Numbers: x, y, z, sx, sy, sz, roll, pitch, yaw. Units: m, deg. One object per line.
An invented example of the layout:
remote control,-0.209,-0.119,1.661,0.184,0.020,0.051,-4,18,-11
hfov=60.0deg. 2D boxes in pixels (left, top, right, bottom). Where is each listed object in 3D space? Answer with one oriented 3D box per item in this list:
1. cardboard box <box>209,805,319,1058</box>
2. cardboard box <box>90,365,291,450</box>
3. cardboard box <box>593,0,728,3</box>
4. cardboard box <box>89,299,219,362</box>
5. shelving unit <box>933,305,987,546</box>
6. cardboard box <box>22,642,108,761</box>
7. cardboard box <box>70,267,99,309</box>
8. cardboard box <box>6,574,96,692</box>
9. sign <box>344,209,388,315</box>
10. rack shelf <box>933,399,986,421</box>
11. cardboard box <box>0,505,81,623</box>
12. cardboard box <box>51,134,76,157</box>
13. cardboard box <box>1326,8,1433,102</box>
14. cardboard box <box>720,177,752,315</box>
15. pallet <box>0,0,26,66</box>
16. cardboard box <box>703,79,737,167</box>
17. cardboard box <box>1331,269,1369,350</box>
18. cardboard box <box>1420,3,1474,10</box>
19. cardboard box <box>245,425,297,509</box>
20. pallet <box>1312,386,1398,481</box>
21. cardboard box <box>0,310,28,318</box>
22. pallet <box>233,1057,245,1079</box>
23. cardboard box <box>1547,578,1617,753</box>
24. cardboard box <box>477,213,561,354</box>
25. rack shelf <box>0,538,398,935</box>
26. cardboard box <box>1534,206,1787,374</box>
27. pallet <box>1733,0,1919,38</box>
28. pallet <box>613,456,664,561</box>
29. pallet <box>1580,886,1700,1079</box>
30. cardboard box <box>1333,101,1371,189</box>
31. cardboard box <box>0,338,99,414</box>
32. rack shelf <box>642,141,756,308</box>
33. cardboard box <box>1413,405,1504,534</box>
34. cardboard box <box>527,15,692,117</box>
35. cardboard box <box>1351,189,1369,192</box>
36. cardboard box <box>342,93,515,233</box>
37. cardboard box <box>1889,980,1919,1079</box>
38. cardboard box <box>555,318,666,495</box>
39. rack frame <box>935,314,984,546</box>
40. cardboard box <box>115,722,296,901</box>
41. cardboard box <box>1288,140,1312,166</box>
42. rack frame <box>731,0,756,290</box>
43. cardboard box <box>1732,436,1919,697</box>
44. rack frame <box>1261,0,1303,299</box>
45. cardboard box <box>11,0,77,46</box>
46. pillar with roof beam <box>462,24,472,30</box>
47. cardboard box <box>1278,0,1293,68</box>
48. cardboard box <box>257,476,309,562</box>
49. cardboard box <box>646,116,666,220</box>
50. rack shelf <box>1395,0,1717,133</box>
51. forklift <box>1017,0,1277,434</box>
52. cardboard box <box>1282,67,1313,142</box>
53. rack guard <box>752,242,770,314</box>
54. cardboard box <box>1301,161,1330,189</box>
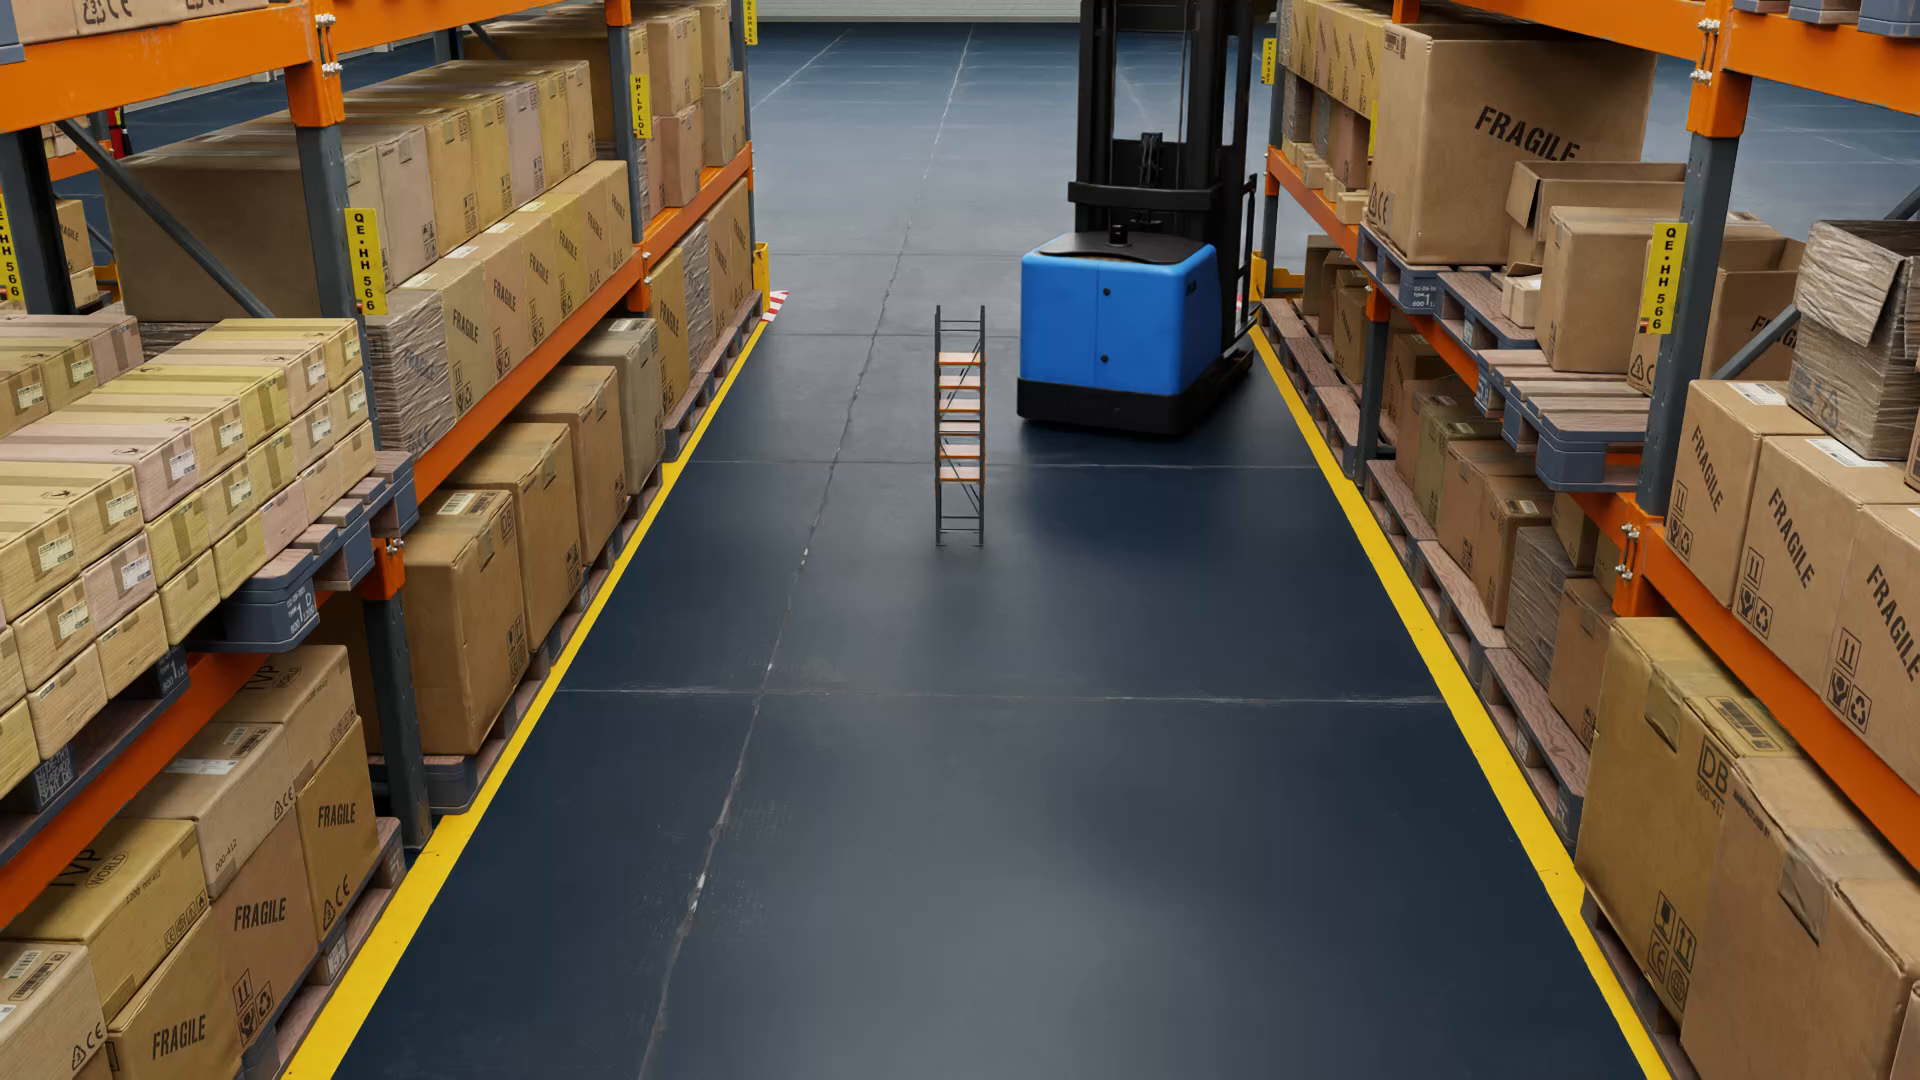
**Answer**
cardboard box,-2.136,1.051,4.548,0.500,0.500,0.500,1,21,4
cardboard box,-1.932,-0.335,4.191,0.380,0.149,0.250,1,21,3
cardboard box,-2.164,-3.679,12.164,0.875,0.550,0.550,1,21,2
cardboard box,-2.612,-0.559,5.686,0.500,0.500,0.500,1,21,2
shelving unit,0.000,-0.565,8.325,0.258,1.200,0.189,1,21,2
cardboard box,-1.962,0.320,3.324,0.380,0.149,0.250,0,21,-1
cardboard box,-6.821,-1.867,12.416,0.500,0.250,0.500,1,21,1
cardboard box,-1.962,0.179,3.276,0.380,0.149,0.250,0,21,1
sign,-1.815,-0.847,5.075,0.100,0.325,0.005,1,21,2
rack shelf,0.000,-0.635,8.298,0.258,0.103,0.180,1,21,2
cardboard box,-1.965,0.041,3.221,0.380,0.149,0.250,1,21,3
cardboard box,-6.759,-2.910,12.229,0.380,0.149,0.250,0,21,1
cardboard box,2.487,-2.881,9.875,0.500,0.500,0.500,1,21,2
cardboard box,-2.069,-2.199,12.406,0.875,0.875,0.875,1,21,2
pallet,-2.326,-0.809,2.579,1.213,0.211,1.003,1,21,2
cardboard box,-2.075,-2.976,11.844,0.875,0.550,0.550,1,21,2
cardboard box,2.783,-1.511,11.151,0.500,0.500,0.500,3,21,7
cardboard box,3.020,-3.056,10.327,0.500,0.500,0.500,1,21,2
cardboard box,-1.929,-0.189,4.225,0.380,0.149,0.250,1,21,3
pallet,2.704,-0.645,9.900,1.003,0.211,1.213,1,21,2
cardboard box,-5.407,-0.990,9.343,0.500,0.500,0.500,1,21,2
pallet,-2.423,1.675,3.919,1.003,0.211,1.213,1,21,2
cardboard box,2.597,0.462,6.039,0.700,0.500,0.500,0,21,-1
cardboard box,-2.028,-1.099,7.077,0.500,0.500,0.500,0,21,1
rack shelf,-2.418,0.711,3.543,1.077,0.370,4.000,1,21,2
cardboard box,2.490,-0.897,5.975,0.700,0.500,0.500,4,22,10
pallet,2.630,-1.333,3.932,1.213,0.211,1.003,2,21,4
pallet,-2.184,-0.213,8.787,1.003,0.211,1.213,1,21,2
pallet,2.498,1.328,4.814,1.003,0.211,1.213,1,21,2
cardboard box,2.759,-2.412,10.049,0.875,0.500,0.500,1,21,2
cardboard box,-2.571,-0.441,4.463,0.380,0.149,0.250,0,21,0
rack shelf,-2.175,-2.181,10.998,1.077,0.370,4.000,1,21,2
cardboard box,2.645,-0.348,8.126,0.700,0.500,0.500,1,21,1
cardboard box,-2.136,-2.894,10.139,0.875,0.550,0.550,1,21,2
cardboard box,2.552,-2.027,9.953,0.380,0.149,0.250,1,21,2
cardboard box,-2.291,-1.575,6.921,0.700,0.500,0.500,0,21,1
cardboard box,2.501,1.430,3.052,1.225,0.875,0.875,0,21,0
cardboard box,-2.165,-0.715,8.754,1.050,0.750,0.750,1,21,1
rack frame,-0.002,-0.532,8.240,0.240,1.200,0.006,1,21,2
cardboard box,-2.121,0.706,4.402,0.500,0.250,0.500,1,21,2
cardboard box,2.544,-2.750,11.818,0.380,0.149,0.250,1,21,2
rack frame,-2.114,-3.240,12.731,1.000,3.000,0.127,1,21,2
cardboard box,2.297,0.057,4.098,0.500,0.500,0.500,0,21,0
rack frame,2.840,-3.148,12.497,1.000,3.000,0.127,1,21,2
cardboard box,-2.142,-1.221,3.244,0.500,0.500,0.500,1,21,2
pillar with roof beam,-7.733,-16.665,39.040,9.100,9.000,0.400,1,21,2
cardboard box,2.551,-3.604,11.739,0.500,0.500,0.500,1,21,2
cardboard box,-1.930,-0.059,4.302,0.380,0.149,0.250,1,21,3
cardboard box,-2.243,-2.196,9.834,0.875,0.550,0.550,1,21,2
rack shelf,2.658,-2.042,6.493,1.077,0.370,4.000,1,21,2
forklift,1.384,-2.498,10.916,1.130,2.935,3.031,8,23,21
cardboard box,2.796,-3.135,11.913,0.875,0.500,0.500,1,21,2
rack guard,-2.114,-2.083,13.206,1.175,0.500,0.348,1,21,2
cardboard box,2.451,-2.390,10.888,0.380,0.149,0.250,1,21,2
